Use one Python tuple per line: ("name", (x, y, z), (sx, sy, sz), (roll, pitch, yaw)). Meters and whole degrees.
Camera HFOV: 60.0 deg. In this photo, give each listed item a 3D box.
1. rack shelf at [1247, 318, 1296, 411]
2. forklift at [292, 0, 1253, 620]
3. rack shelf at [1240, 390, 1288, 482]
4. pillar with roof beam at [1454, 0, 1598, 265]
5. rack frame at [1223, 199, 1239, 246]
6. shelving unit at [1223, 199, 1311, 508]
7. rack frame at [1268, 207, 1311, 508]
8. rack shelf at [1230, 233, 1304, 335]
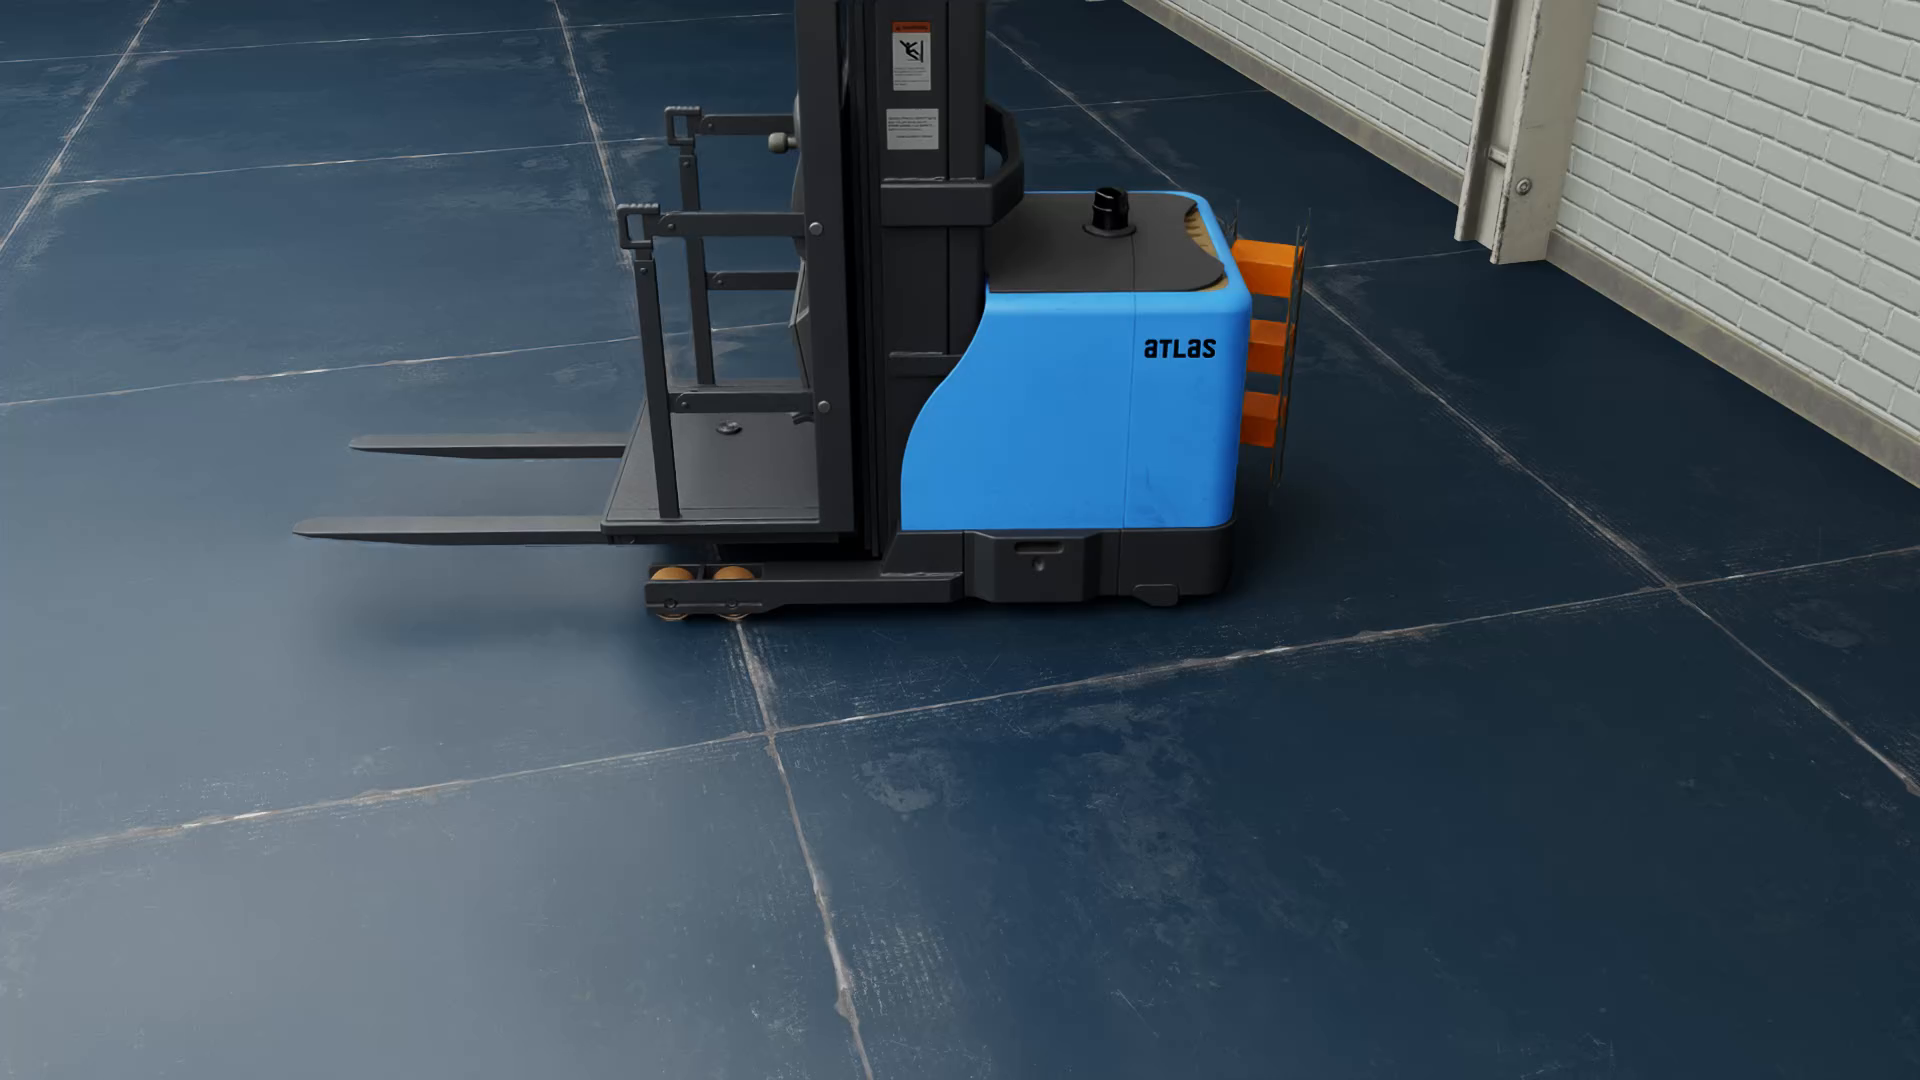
("rack shelf", (1.026, -0.629, 5.809), (0.240, 0.259, 0.215), (11, 32, 18))
("forklift", (-0.644, -1.281, 5.038), (3.031, 2.935, 1.130), (-1, 30, -1))
("rack shelf", (1.026, -0.388, 5.948), (0.240, 0.259, 0.215), (11, 32, 18))
("pillar with roof beam", (-1.461, -4.773, 5.013), (9.100, 9.000, 0.400), (-8, 31, -13))
("rack frame", (0.912, -0.659, 5.841), (0.008, 1.050, 0.200), (11, 32, 18))
("shelving unit", (1.026, -0.638, 5.804), (0.252, 1.050, 0.215), (11, 32, 18))
("rack frame", (1.140, -0.616, 5.767), (0.008, 1.050, 0.200), (11, 32, 18))
("rack shelf", (1.026, -0.874, 5.667), (0.240, 0.259, 0.215), (11, 32, 18))
